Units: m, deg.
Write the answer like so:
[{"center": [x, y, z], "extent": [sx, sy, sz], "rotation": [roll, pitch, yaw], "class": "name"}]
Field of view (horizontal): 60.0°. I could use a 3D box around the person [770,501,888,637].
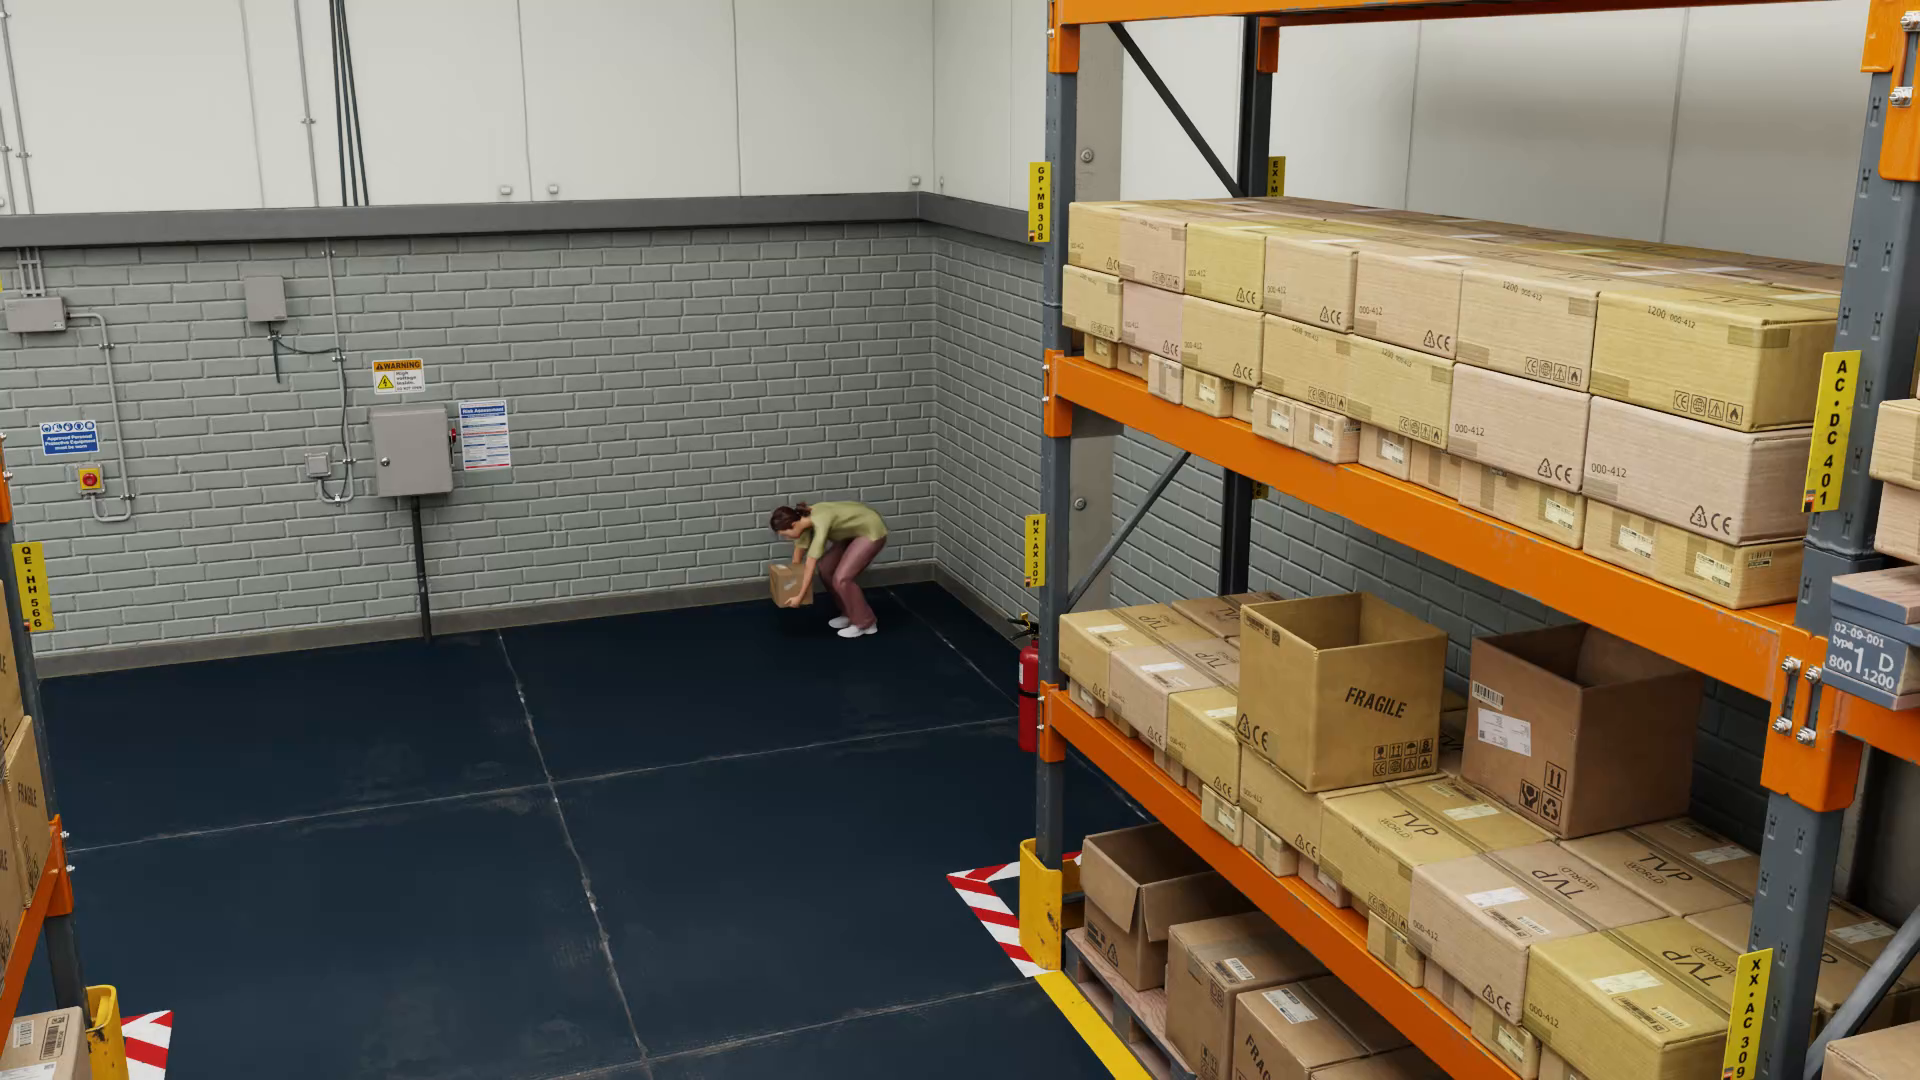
[{"center": [-0.946, 0.197, 12.048], "extent": [0.868, 1.017, 0.466], "rotation": [-7, 17, -23], "class": "person"}]
